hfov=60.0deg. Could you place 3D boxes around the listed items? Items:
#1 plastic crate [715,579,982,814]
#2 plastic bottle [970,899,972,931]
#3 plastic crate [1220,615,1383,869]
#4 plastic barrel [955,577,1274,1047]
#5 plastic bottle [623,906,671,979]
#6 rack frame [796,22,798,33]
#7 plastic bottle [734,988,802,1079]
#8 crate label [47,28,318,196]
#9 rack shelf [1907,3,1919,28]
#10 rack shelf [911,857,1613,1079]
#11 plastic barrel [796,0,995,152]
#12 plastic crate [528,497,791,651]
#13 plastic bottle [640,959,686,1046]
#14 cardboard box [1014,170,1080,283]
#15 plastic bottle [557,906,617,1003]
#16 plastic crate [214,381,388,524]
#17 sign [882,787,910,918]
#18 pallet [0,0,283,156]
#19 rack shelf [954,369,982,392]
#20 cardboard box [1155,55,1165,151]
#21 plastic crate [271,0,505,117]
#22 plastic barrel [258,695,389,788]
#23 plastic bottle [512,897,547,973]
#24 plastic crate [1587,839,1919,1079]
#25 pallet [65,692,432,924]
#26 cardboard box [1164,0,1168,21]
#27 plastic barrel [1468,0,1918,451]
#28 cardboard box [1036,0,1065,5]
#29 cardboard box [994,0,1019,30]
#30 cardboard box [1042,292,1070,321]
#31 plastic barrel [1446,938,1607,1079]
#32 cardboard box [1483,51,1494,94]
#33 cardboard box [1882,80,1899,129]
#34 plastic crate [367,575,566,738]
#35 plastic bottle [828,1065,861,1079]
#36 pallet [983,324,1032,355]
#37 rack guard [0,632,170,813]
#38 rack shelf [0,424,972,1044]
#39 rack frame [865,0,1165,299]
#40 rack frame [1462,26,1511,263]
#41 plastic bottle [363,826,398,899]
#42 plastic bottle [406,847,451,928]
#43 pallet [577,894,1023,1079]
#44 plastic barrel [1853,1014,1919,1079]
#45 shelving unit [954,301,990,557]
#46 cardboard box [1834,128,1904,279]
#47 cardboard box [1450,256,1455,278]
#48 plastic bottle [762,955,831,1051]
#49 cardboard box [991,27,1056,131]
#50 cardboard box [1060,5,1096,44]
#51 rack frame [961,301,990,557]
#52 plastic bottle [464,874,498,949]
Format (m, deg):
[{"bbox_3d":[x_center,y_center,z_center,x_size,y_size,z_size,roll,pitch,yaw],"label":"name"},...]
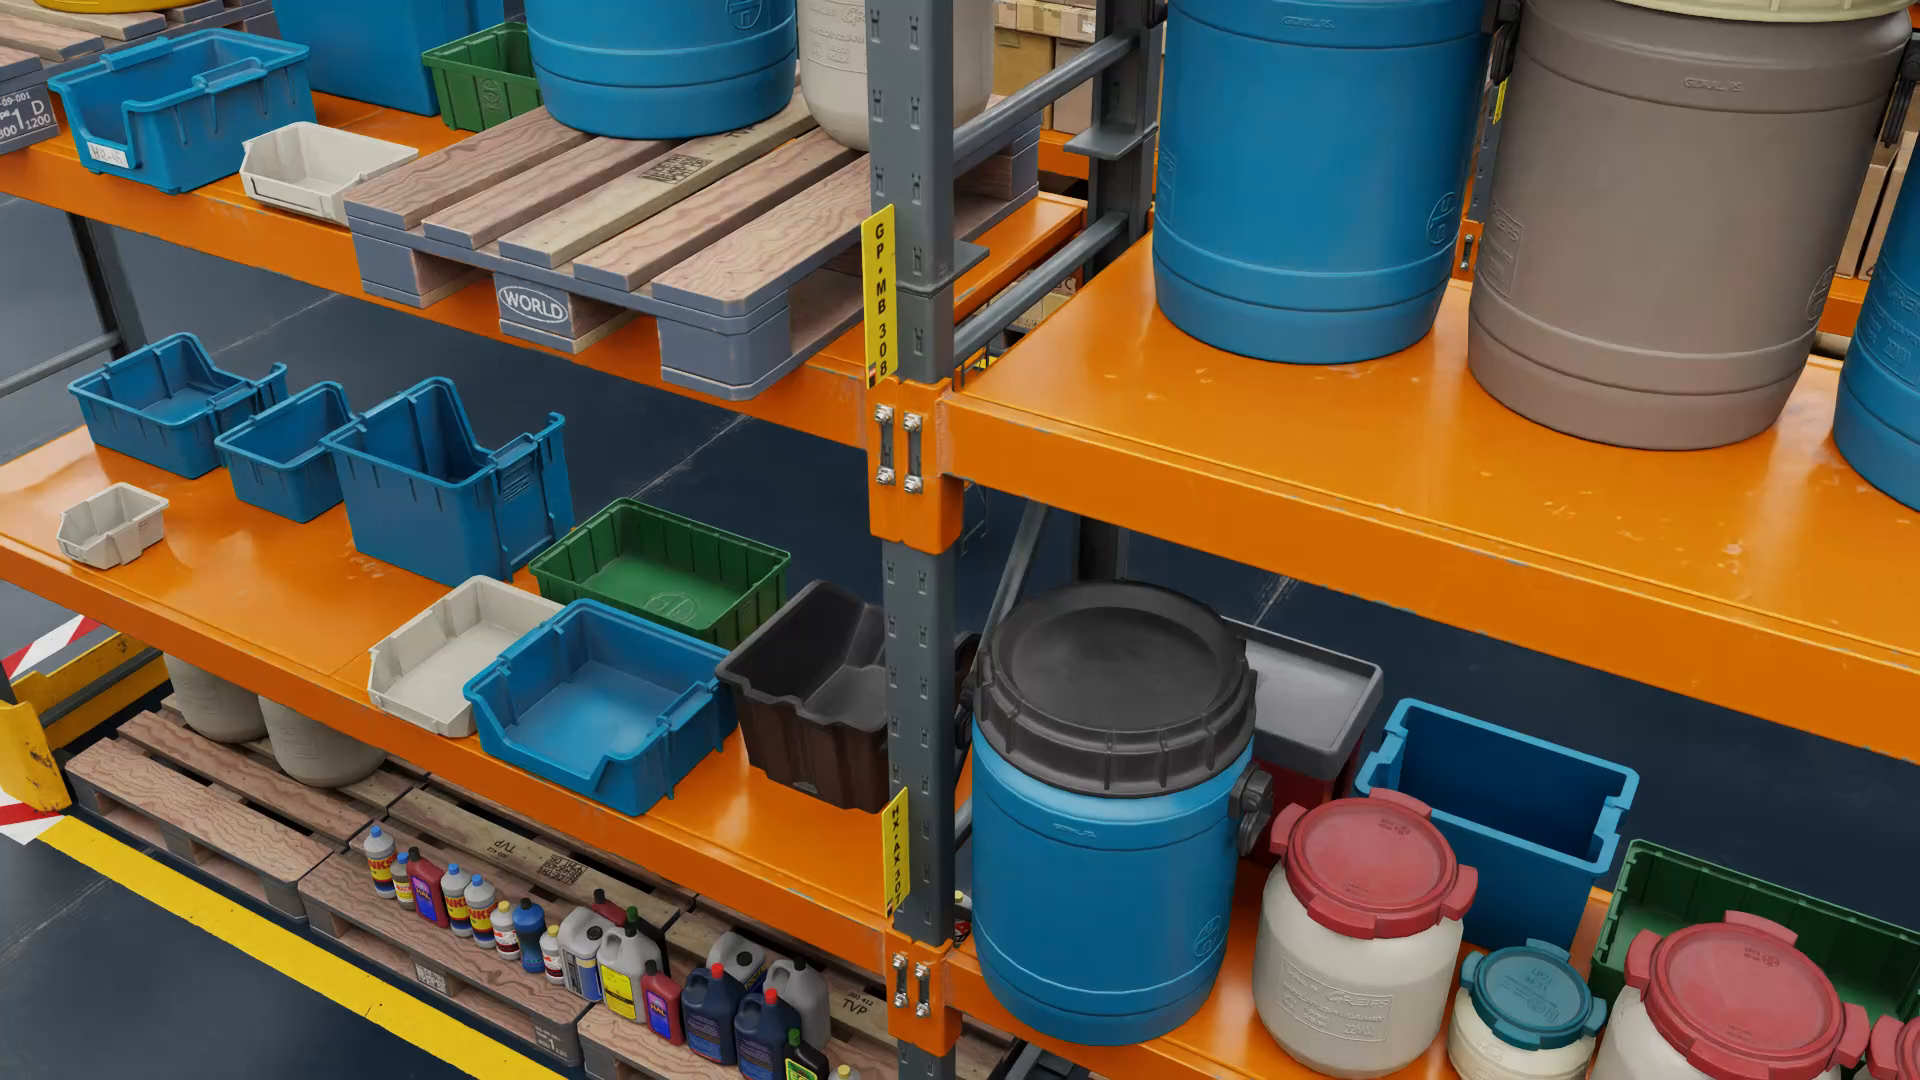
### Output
[{"bbox_3d":[-0.252,0.379,4.531,0.504,0.338,0.767,18,37,24],"label":"plastic crate"},{"bbox_3d":[0.080,1.212,5.288,0.097,0.271,0.097,0,34,0],"label":"plastic bottle"},{"bbox_3d":[0.712,0.517,4.209,0.583,0.464,0.402,18,37,24],"label":"plastic crate"},{"bbox_3d":[0.325,0.601,3.688,0.708,0.901,0.600,18,37,24],"label":"plastic barrel"},{"bbox_3d":[-0.981,1.269,5.192,0.133,0.283,0.061,18,37,24],"label":"plastic bottle"},{"bbox_3d":[-0.872,-2.925,9.436,0.127,3.000,1.000,18,37,24],"label":"rack frame"},{"bbox_3d":[-0.562,1.439,4.876,0.185,0.351,0.144,17,37,23],"label":"plastic bottle"},{"bbox_3d":[-1.872,-1.055,4.056,0.408,0.251,0.502,18,37,24],"label":"crate label"},{"bbox_3d":[6.792,-3.360,10.739,4.000,0.370,1.077,18,37,24],"label":"rack shelf"},{"bbox_3d":[1.876,1.407,3.579,4.000,0.370,1.077,18,37,24],"label":"rack shelf"},{"bbox_3d":[-0.137,-1.125,3.547,0.421,0.512,0.421,0,34,0],"label":"plastic barrel"},{"bbox_3d":[-0.899,0.137,5.029,0.662,0.188,0.450,18,37,24],"label":"plastic crate"},{"bbox_3d":[-0.891,1.390,5.011,0.133,0.283,0.061,20,39,27],"label":"plastic bottle"},{"bbox_3d":[0.359,-1.745,9.089,0.500,0.500,0.500,18,37,24],"label":"cardboard box"},{"bbox_3d":[-1.149,1.282,5.179,0.135,0.276,0.152,18,38,25],"label":"plastic bottle"},{"bbox_3d":[-2.189,-0.305,5.636,0.408,0.251,0.499,18,37,24],"label":"plastic crate"},{"bbox_3d":[-0.143,0.705,3.736,0.005,0.325,0.100,18,37,24],"label":"sign"},{"bbox_3d":[-2.663,-1.437,4.666,1.213,0.211,1.003,18,37,24],"label":"pallet"},{"bbox_3d":[-0.013,-0.666,7.315,0.180,0.103,0.258,18,37,24],"label":"rack shelf"},{"bbox_3d":[1.317,-2.267,8.358,0.500,0.500,0.700,18,38,25],"label":"cardboard box"},{"bbox_3d":[-1.528,-1.404,4.461,0.575,0.384,0.392,18,37,24],"label":"plastic crate"},{"bbox_3d":[-2.289,0.601,6.007,0.421,0.512,0.421,0,34,0],"label":"plastic barrel"},{"bbox_3d":[-1.353,1.237,5.251,0.097,0.271,0.097,0,34,0],"label":"plastic bottle"},{"bbox_3d":[1.792,0.989,3.749,0.662,0.188,0.450,18,37,24],"label":"plastic crate"},{"bbox_3d":[-2.541,0.843,6.294,1.213,0.211,1.003,18,37,24],"label":"pallet"},{"bbox_3d":[1.338,-2.802,7.990,0.500,0.500,0.700,18,37,24],"label":"cardboard box"},{"bbox_3d":[1.257,-0.684,2.912,0.600,0.901,0.600,0,34,0],"label":"plastic barrel"},{"bbox_3d":[0.470,-3.077,8.404,0.500,0.500,0.700,18,38,25],"label":"cardboard box"},{"bbox_3d":[0.259,-2.742,8.485,0.250,0.149,0.380,16,37,23],"label":"cardboard box"},{"bbox_3d":[0.785,-1.287,9.079,0.500,0.250,0.500,18,37,24],"label":"cardboard box"},{"bbox_3d":[1.213,1.053,3.587,0.301,0.262,0.301,0,34,0],"label":"plastic barrel"},{"bbox_3d":[2.258,-2.108,7.534,0.250,0.149,0.380,18,37,24],"label":"cardboard box"},{"bbox_3d":[6.176,-3.040,11.467,0.500,0.500,0.700,17,37,23],"label":"cardboard box"},{"bbox_3d":[-1.396,0.343,4.766,0.437,0.136,0.530,18,37,24],"label":"plastic crate"},{"bbox_3d":[-0.330,1.590,4.784,0.097,0.201,0.097,0,34,0],"label":"plastic bottle"},{"bbox_3d":[0.868,-1.238,9.418,1.213,0.211,1.003,18,37,24],"label":"pallet"},{"bbox_3d":[-3.244,0.497,6.553,0.348,0.500,1.175,18,37,24],"label":"rack guard"},{"bbox_3d":[-1.597,0.307,5.231,4.000,0.370,1.077,18,37,24],"label":"rack shelf"},{"bbox_3d":[0.140,-1.939,2.543,0.127,3.000,1.000,18,37,24],"label":"rack frame"},{"bbox_3d":[2.601,-1.825,7.784,0.127,3.000,1.000,18,37,24],"label":"rack frame"},{"bbox_3d":[-1.914,1.059,5.518,0.097,0.271,0.097,0,34,0],"label":"plastic bottle"},{"bbox_3d":[-1.726,1.125,5.408,0.133,0.283,0.061,18,38,25],"label":"plastic bottle"},{"bbox_3d":[-0.423,1.514,5.286,1.213,0.211,1.003,18,37,24],"label":"pallet"},{"bbox_3d":[1.874,1.191,3.133,0.433,0.535,0.433,0,34,0],"label":"plastic barrel"},{"bbox_3d":[-0.013,-0.503,7.423,0.189,1.200,0.258,18,37,24],"label":"shelving unit"},{"bbox_3d":[3.717,-1.502,7.210,0.500,0.500,0.500,20,39,28],"label":"cardboard box"},{"bbox_3d":[2.353,-1.445,8.639,0.500,0.500,0.500,18,37,24],"label":"cardboard box"},{"bbox_3d":[-0.491,1.370,4.980,0.185,0.351,0.144,18,37,24],"label":"plastic bottle"},{"bbox_3d":[0.413,-2.550,8.783,0.500,0.500,0.700,18,38,25],"label":"cardboard box"},{"bbox_3d":[0.696,-2.602,8.275,0.250,0.149,0.380,18,38,25],"label":"cardboard box"},{"bbox_3d":[0.067,-0.478,7.386,0.006,1.200,0.240,18,37,24],"label":"rack frame"},{"bbox_3d":[-1.529,1.181,5.335,0.097,0.271,0.097,0,34,0],"label":"plastic bottle"}]
